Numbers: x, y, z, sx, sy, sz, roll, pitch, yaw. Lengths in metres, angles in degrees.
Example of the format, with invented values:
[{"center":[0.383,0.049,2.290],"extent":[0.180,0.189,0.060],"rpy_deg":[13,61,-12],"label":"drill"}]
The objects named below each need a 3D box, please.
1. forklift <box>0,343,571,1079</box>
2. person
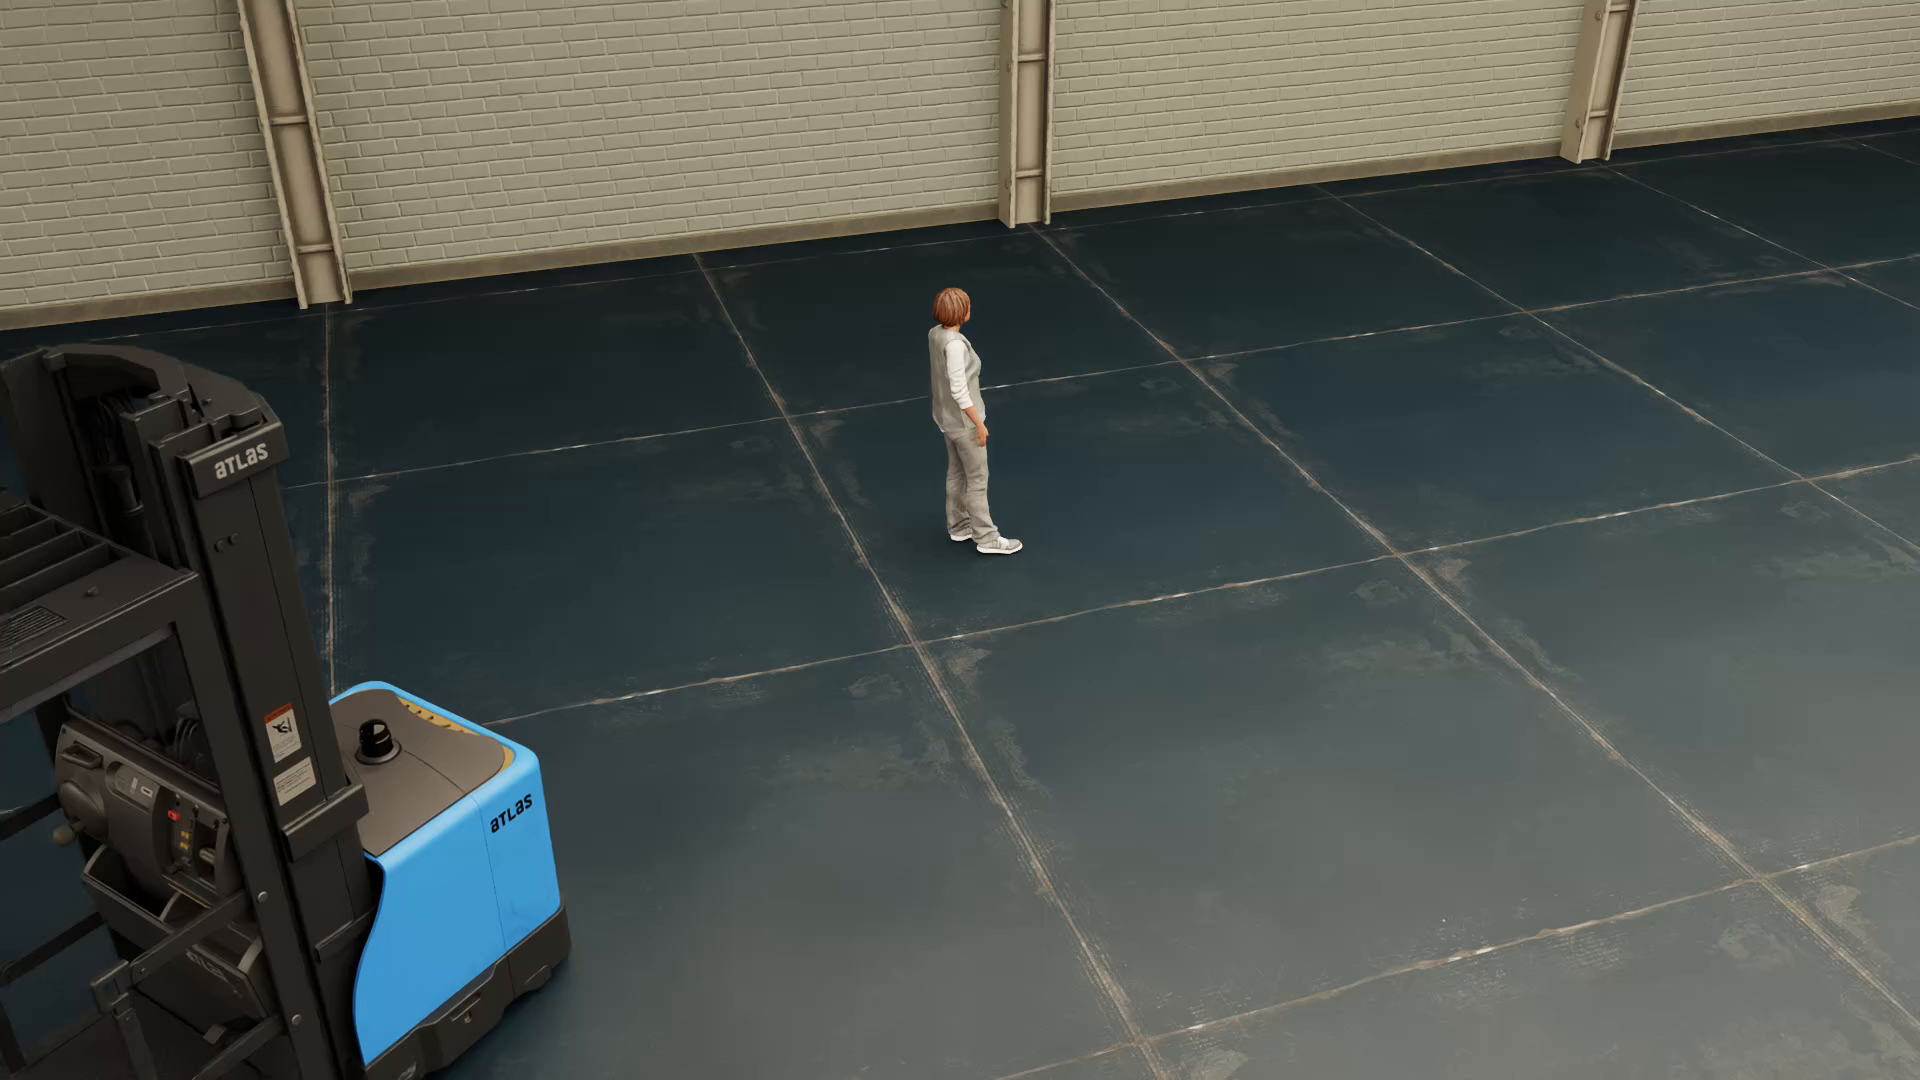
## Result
[{"center":[-2.846,0.969,5.403],"extent":[1.130,2.935,3.031],"rpy_deg":[18,34,28],"label":"forklift"},{"center":[0.074,-0.703,9.632],"extent":[0.475,1.597,0.520],"rpy_deg":[-10,31,-16],"label":"person"}]
